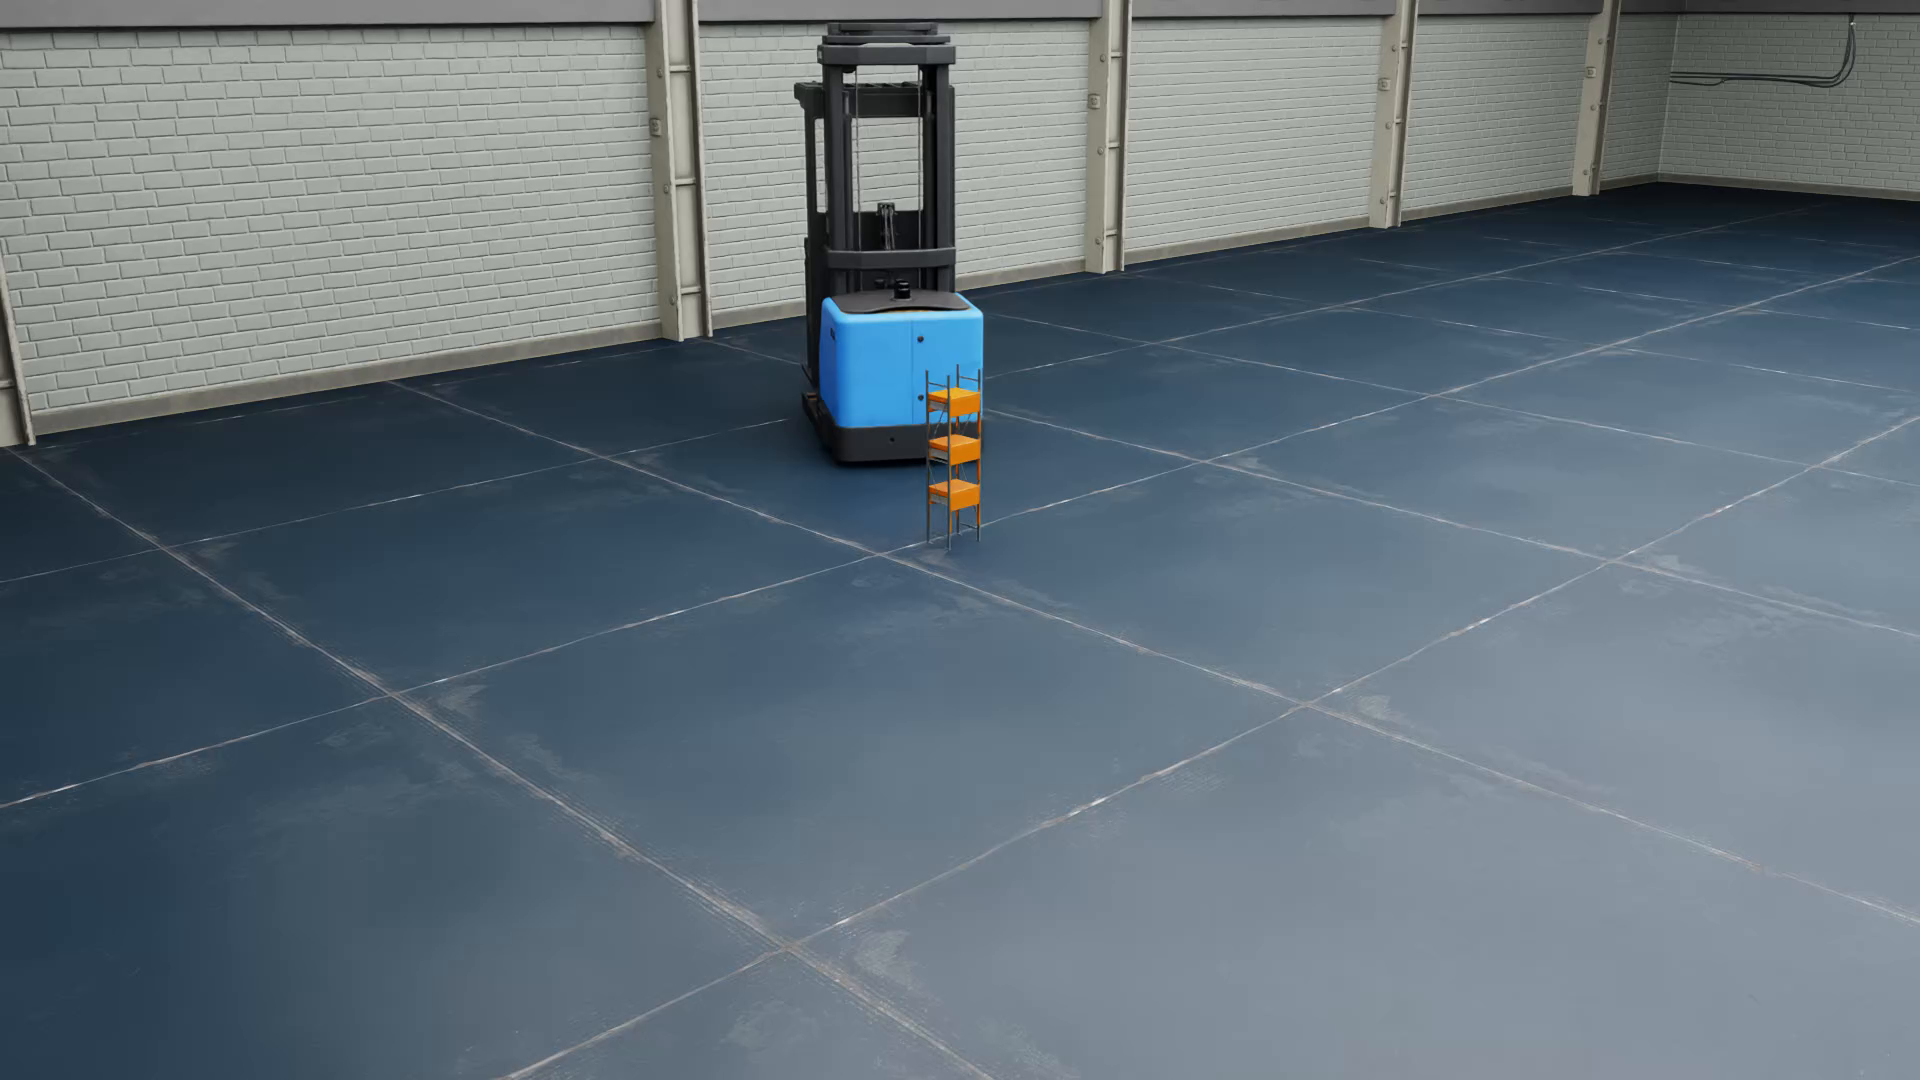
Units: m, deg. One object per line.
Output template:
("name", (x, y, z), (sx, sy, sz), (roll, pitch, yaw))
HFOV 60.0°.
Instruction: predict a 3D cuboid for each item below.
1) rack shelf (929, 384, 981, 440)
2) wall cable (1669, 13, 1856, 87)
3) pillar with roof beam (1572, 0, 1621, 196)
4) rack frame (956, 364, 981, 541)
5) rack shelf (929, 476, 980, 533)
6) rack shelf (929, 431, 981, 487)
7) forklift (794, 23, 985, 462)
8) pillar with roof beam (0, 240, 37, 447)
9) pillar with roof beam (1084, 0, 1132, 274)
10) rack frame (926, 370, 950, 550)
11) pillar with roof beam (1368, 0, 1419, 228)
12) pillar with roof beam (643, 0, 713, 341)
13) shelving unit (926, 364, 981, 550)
("rack shelf", (-0.039, -0.748, 9.704), (0.240, 0.259, 0.215), (-16, 24, -41))
("wall cable", (13.495, -8.910, 27.909), (0.112, 2.526, 3.097), (-16, 24, -41))
("pillar with roof beam", (13.403, -9.094, 23.443), (0.400, 9.000, 9.100), (-16, 24, -41))
("rack frame", (0.050, -0.514, 9.868), (0.008, 1.050, 0.200), (-16, 24, -41))
("rack shelf", (-0.039, -0.214, 9.877), (0.240, 0.259, 0.215), (-16, 24, -41))
("rack shelf", (-0.039, -0.478, 9.791), (0.240, 0.259, 0.215), (-16, 24, -41))
("forklift", (-0.627, -2.345, 12.466), (1.130, 2.935, 3.031), (-4, 18, -11))
("pillar with roof beam", (-4.035, -4.009, 7.758), (0.400, 9.000, 9.100), (-16, 24, -41))
("pillar with roof beam", (4.684, -6.551, 15.600), (0.400, 9.000, 9.100), (-16, 24, -41))
("rack frame", (-0.128, -0.462, 9.708), (0.008, 1.050, 0.200), (-16, 24, -41))
("pillar with roof beam", (9.044, -7.823, 19.522), (0.400, 9.000, 9.100), (-16, 24, -41))
("pillar with roof beam", (0.324, -5.280, 11.679), (0.400, 9.000, 9.100), (-16, 24, -41))
("shelving unit", (-0.039, -0.488, 9.788), (0.252, 1.050, 0.215), (-16, 24, -41))
